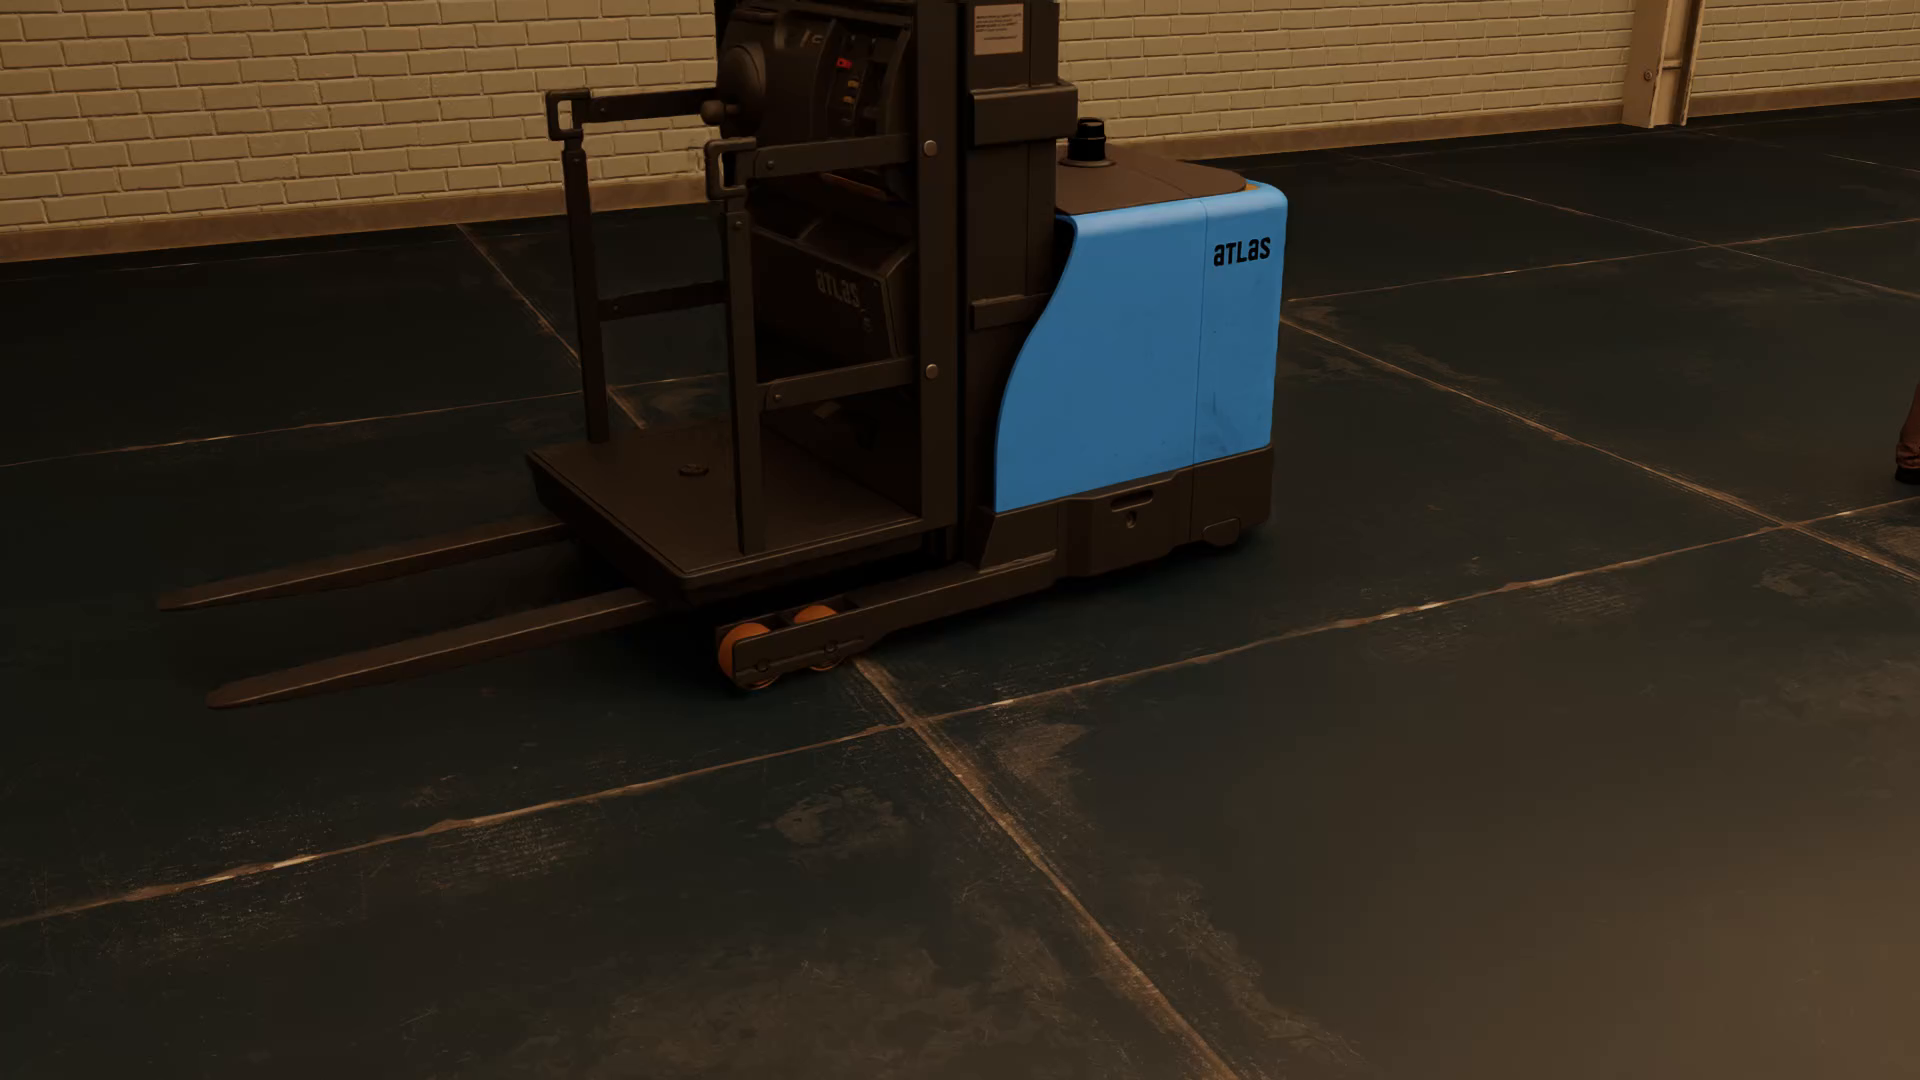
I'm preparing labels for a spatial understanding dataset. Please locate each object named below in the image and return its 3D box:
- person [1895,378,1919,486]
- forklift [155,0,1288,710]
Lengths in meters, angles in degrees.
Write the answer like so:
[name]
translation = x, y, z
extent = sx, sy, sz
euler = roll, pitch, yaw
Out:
[person]
translation = 3.238, -0.944, 5.143
extent = 0.433, 1.721, 0.583
euler = -3, 23, -6
[forklift]
translation = -0.563, -1.206, 4.189
extent = 3.031, 2.935, 1.130
euler = -14, 26, -30
